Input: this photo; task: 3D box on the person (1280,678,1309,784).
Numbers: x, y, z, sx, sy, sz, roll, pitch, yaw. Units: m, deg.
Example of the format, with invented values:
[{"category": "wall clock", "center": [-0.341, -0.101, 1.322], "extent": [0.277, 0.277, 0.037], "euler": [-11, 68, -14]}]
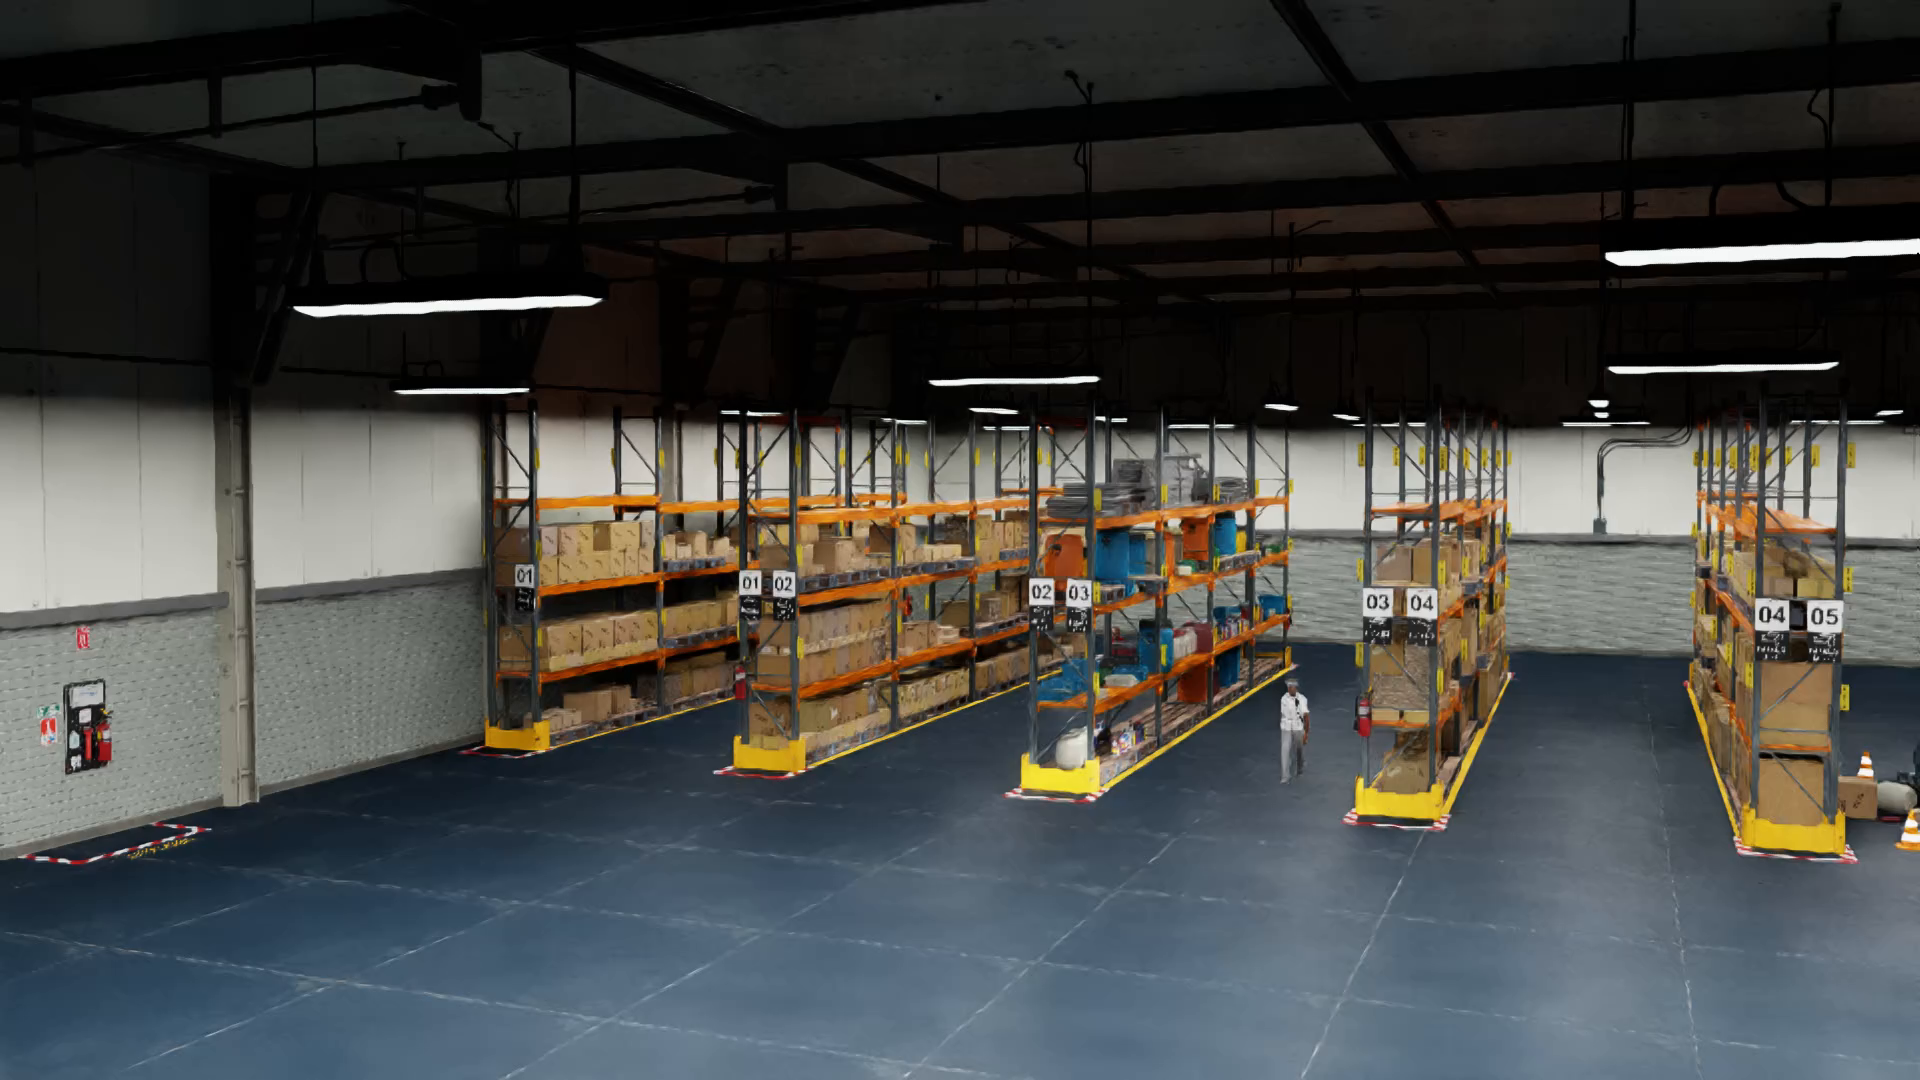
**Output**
[{"category": "person", "center": [5.163, 2.916, 25.661], "extent": [0.461, 1.623, 0.999], "euler": [1, 3, 20]}]

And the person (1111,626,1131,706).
[{"category": "person", "center": [3.119, 2.525, 33.066], "extent": [0.546, 1.641, 1.118], "euler": [1, 3, 25]}]
